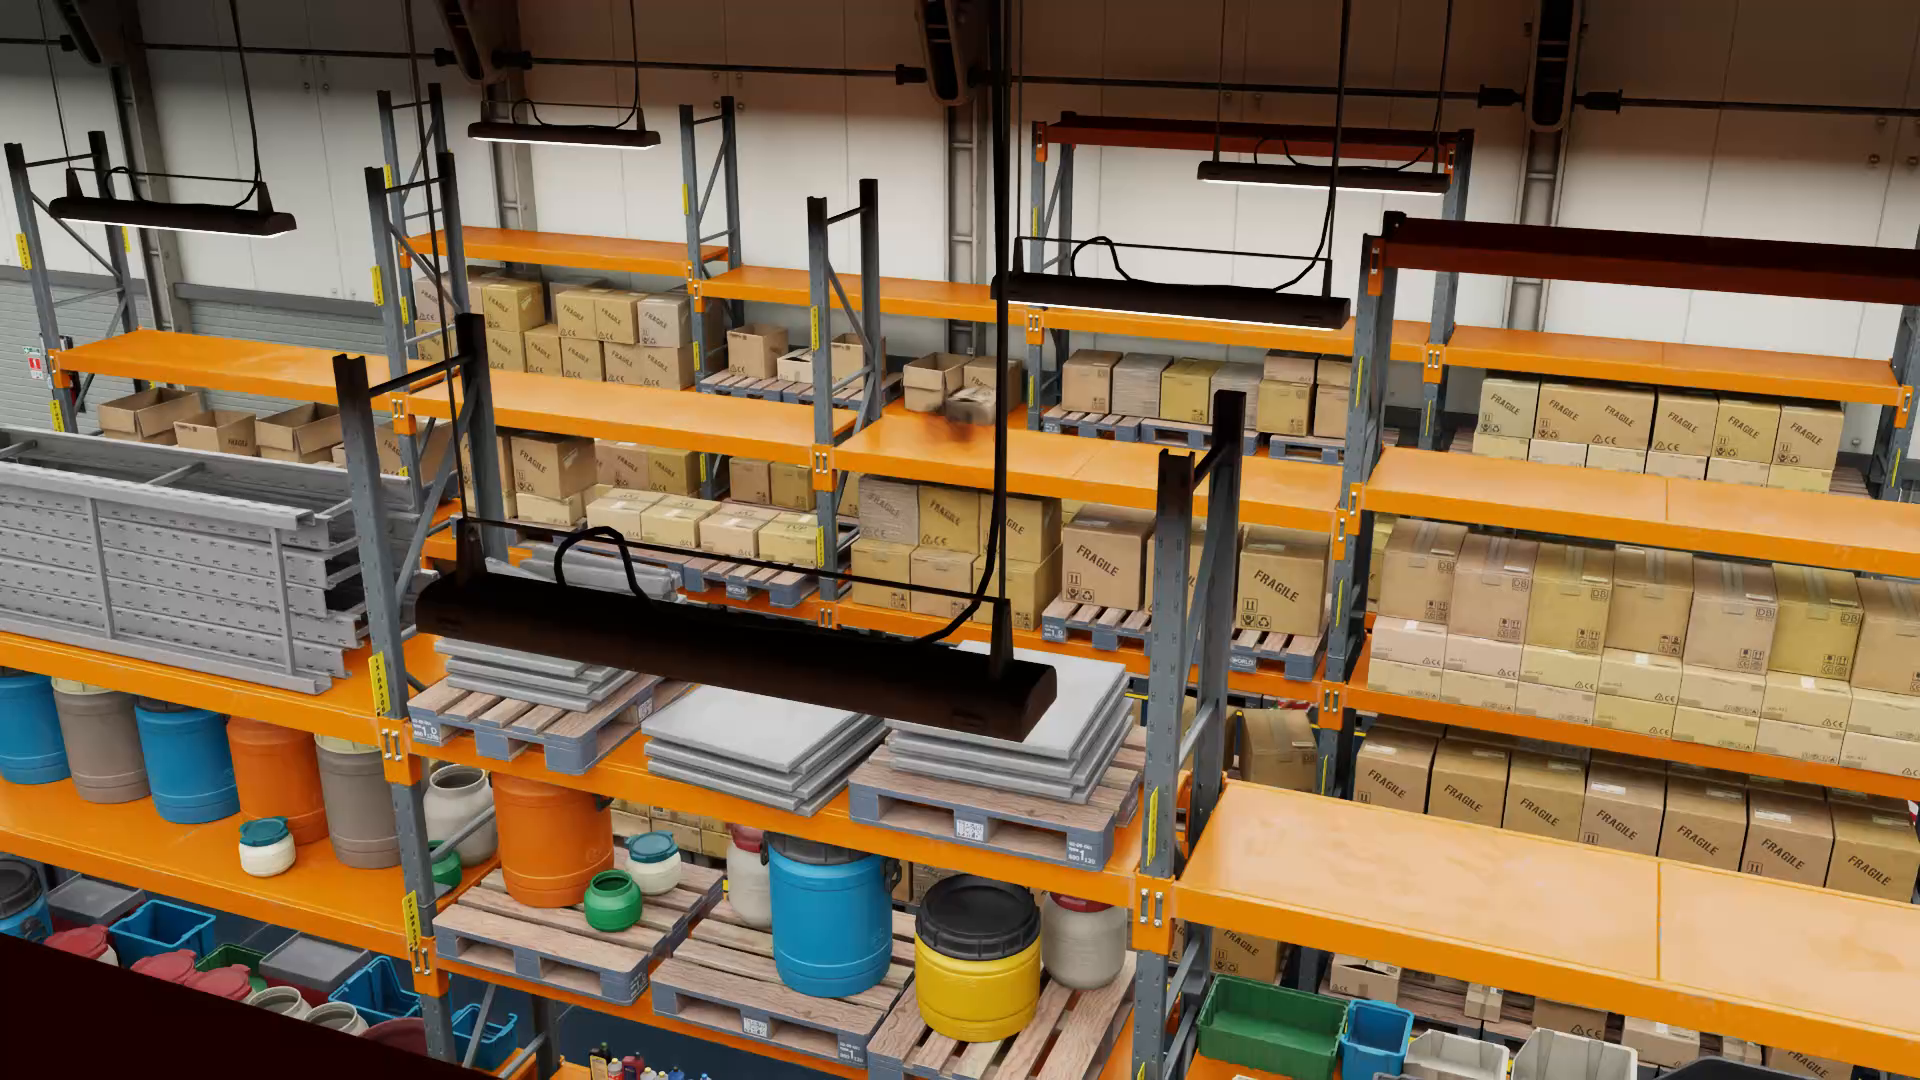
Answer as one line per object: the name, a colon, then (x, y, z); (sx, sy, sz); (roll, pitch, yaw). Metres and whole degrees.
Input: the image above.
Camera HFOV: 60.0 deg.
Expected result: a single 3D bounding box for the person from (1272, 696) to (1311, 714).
person: (3.083, 1.600, 15.716); (0.776, 1.798, 0.644); (6, 22, 14)
